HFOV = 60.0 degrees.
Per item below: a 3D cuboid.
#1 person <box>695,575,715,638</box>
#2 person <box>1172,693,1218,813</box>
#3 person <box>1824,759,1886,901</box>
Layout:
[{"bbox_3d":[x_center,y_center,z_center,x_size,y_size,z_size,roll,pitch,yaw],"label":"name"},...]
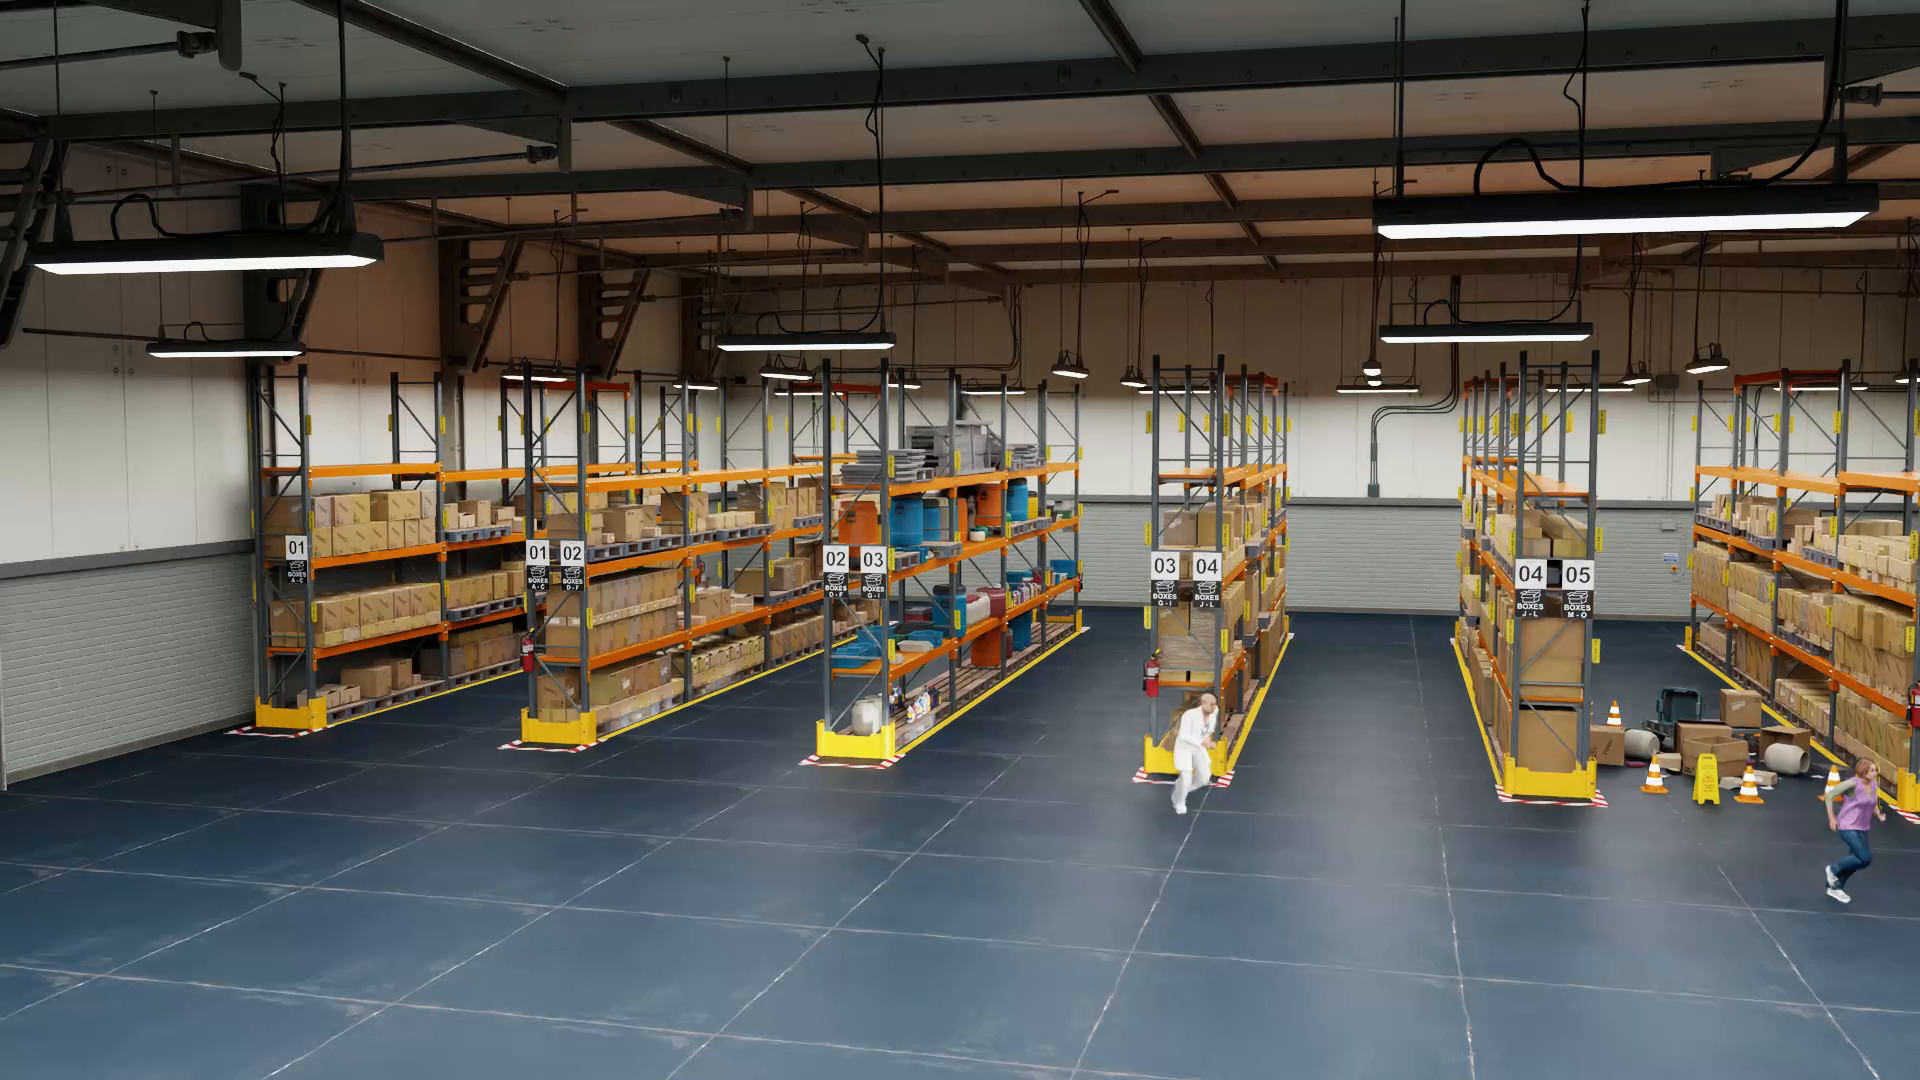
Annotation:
[{"bbox_3d":[-5.508,1.633,36.206,0.651,1.760,0.893,1,4,9],"label":"person"},{"bbox_3d":[3.060,2.731,21.335,0.737,1.608,0.908,-3,5,-33],"label":"person"},{"bbox_3d":[9.379,3.031,17.378,0.511,1.540,0.576,-2,4,-27],"label":"person"}]
